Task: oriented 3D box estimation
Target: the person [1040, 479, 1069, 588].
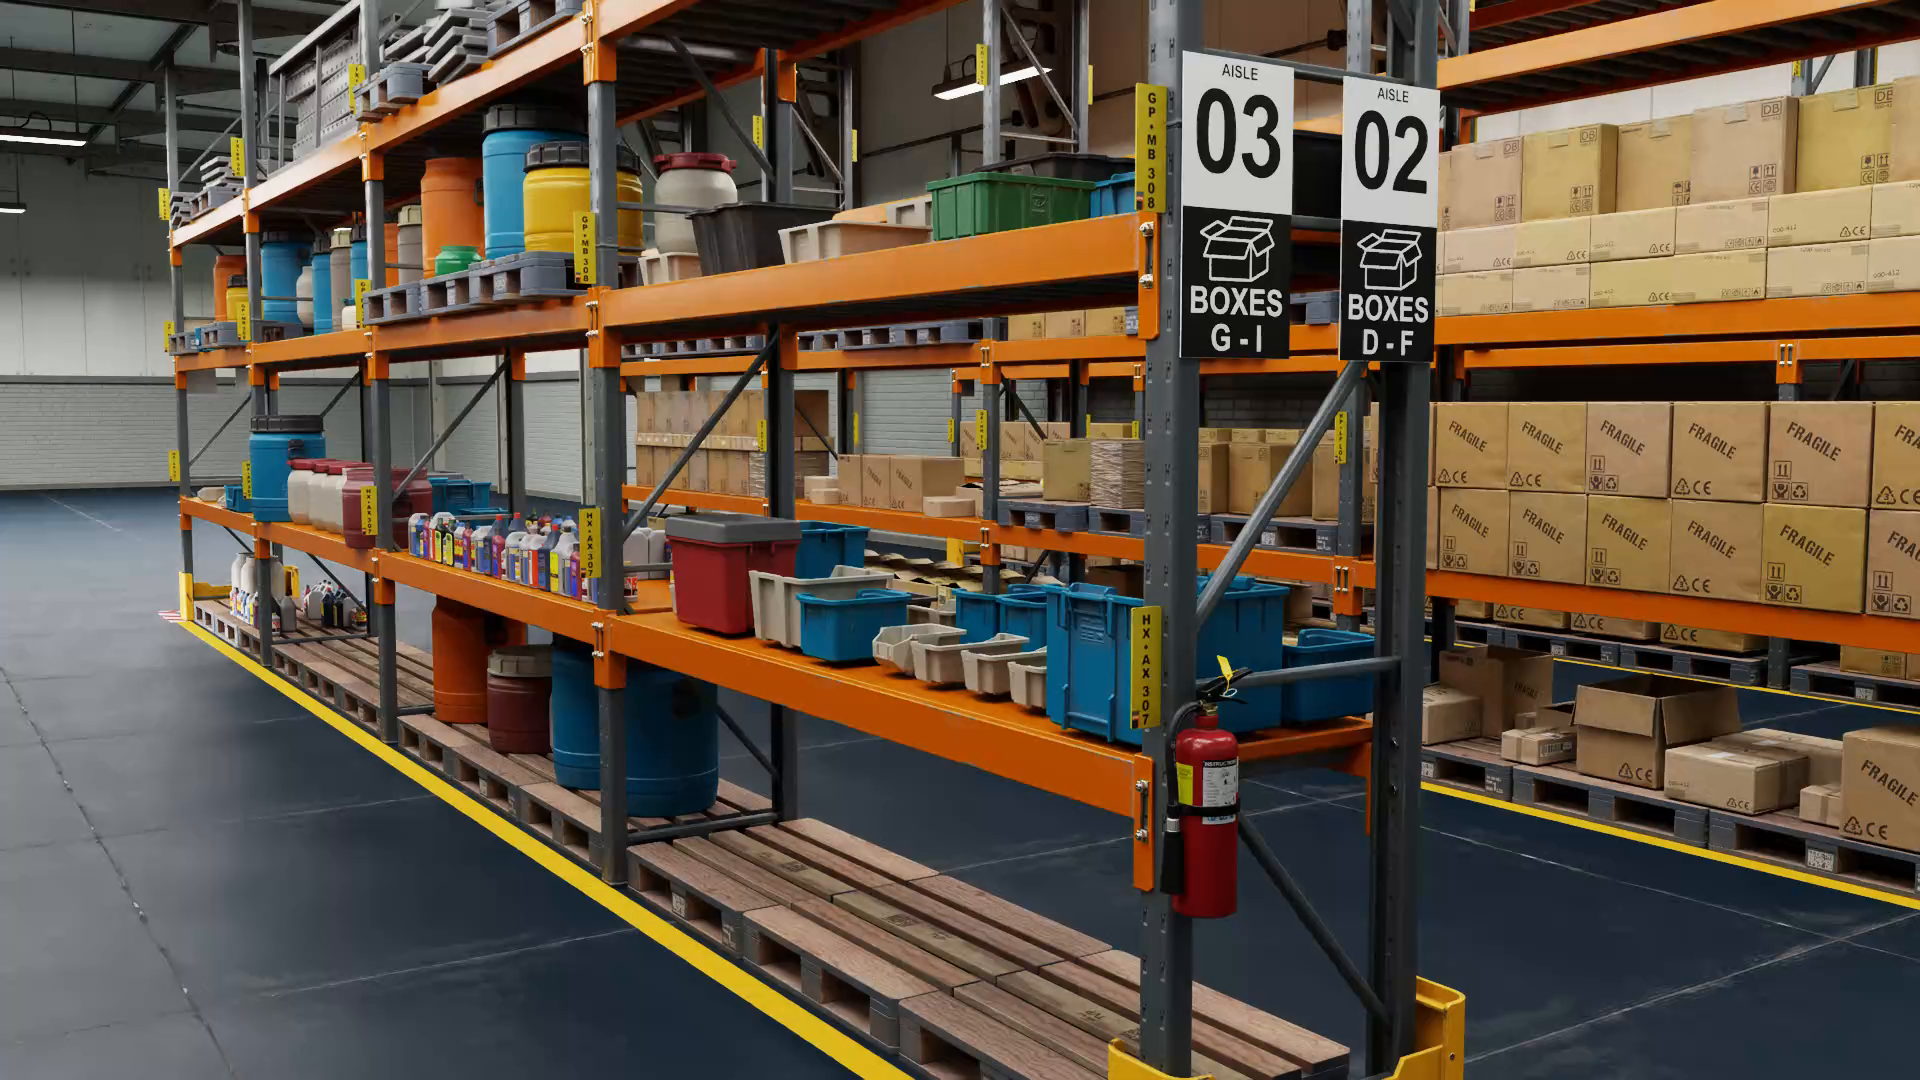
[{"bbox_3d":[1.139,-0.119,18.873,0.461,1.759,0.634,-4,6,-37],"label":"person"}]
